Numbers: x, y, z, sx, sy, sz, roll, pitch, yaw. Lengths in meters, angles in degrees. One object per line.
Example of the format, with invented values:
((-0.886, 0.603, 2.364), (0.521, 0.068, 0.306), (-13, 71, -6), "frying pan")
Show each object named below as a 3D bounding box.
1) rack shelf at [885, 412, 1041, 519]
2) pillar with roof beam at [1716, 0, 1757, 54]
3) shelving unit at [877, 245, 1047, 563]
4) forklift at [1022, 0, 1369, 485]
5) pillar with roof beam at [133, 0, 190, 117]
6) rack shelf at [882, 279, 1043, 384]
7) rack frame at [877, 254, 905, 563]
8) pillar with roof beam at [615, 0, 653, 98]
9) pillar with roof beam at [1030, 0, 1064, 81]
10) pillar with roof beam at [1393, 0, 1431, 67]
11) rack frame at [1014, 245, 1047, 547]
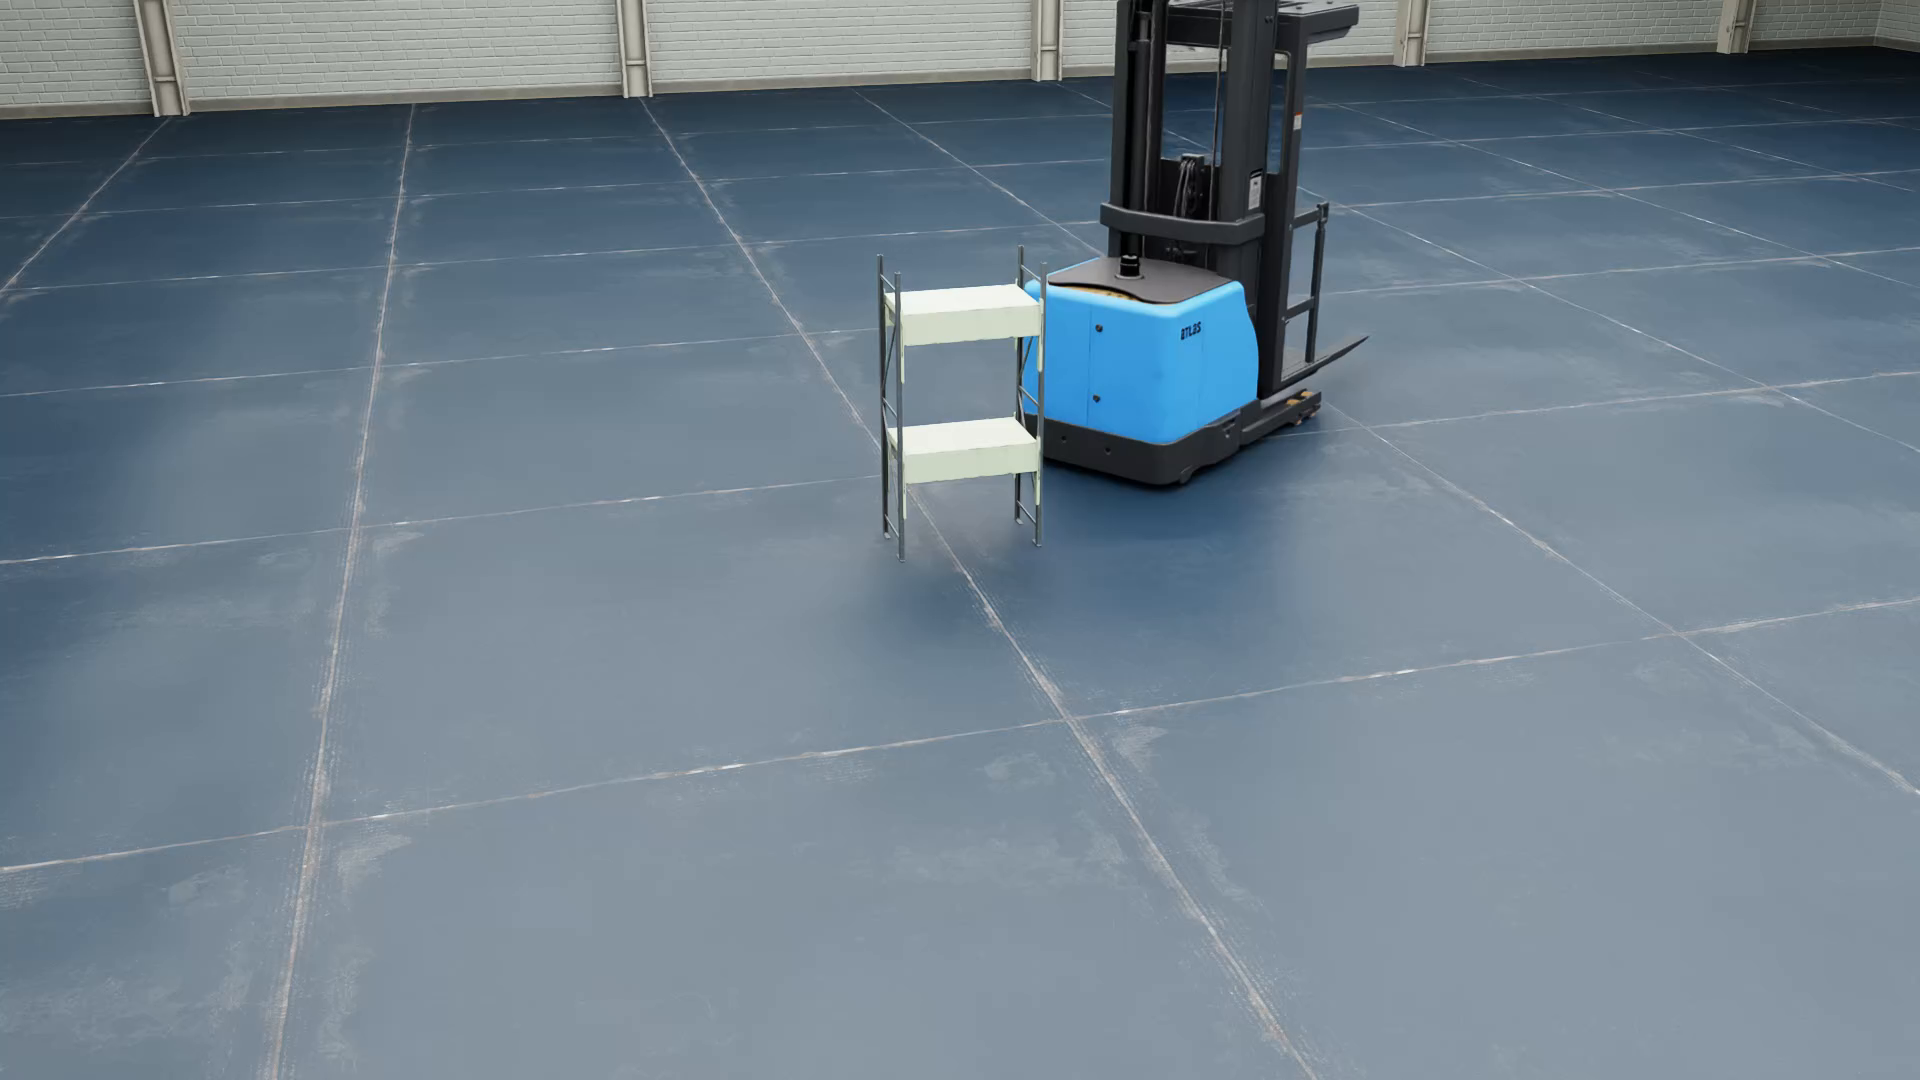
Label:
((0.006, -0.390, 8.584), (0.720, 0.370, 0.431), (-6, 24, -14), "rack shelf")
((13.995, -10.617, 22.080), (0.400, 9.000, 9.100), (-6, 24, -14), "pillar with roof beam")
((0.006, -0.690, 8.456), (0.755, 1.500, 0.431), (-6, 24, -14), "shelving unit")
((1.642, -2.170, 10.090), (1.130, 2.935, 3.031), (17, 28, 34), "forklift")
((-9.113, -8.060, 16.123), (0.400, 9.000, 9.100), (-6, 24, -14), "pillar with roof beam")
((0.006, -1.049, 8.302), (0.720, 0.370, 0.431), (-6, 24, -14), "rack shelf")
((-0.346, -0.651, 8.365), (0.023, 1.500, 0.400), (-6, 24, -14), "rack frame")
((-3.336, -8.699, 17.612), (0.400, 9.000, 9.100), (-6, 24, -14), "pillar with roof beam")
((2.441, -9.338, 19.102), (0.400, 9.000, 9.100), (-6, 24, -14), "pillar with roof beam")
((8.218, -9.978, 20.591), (0.400, 9.000, 9.100), (-6, 24, -14), "pillar with roof beam")
((0.359, -0.729, 8.547), (0.023, 1.500, 0.400), (-6, 24, -14), "rack frame")
